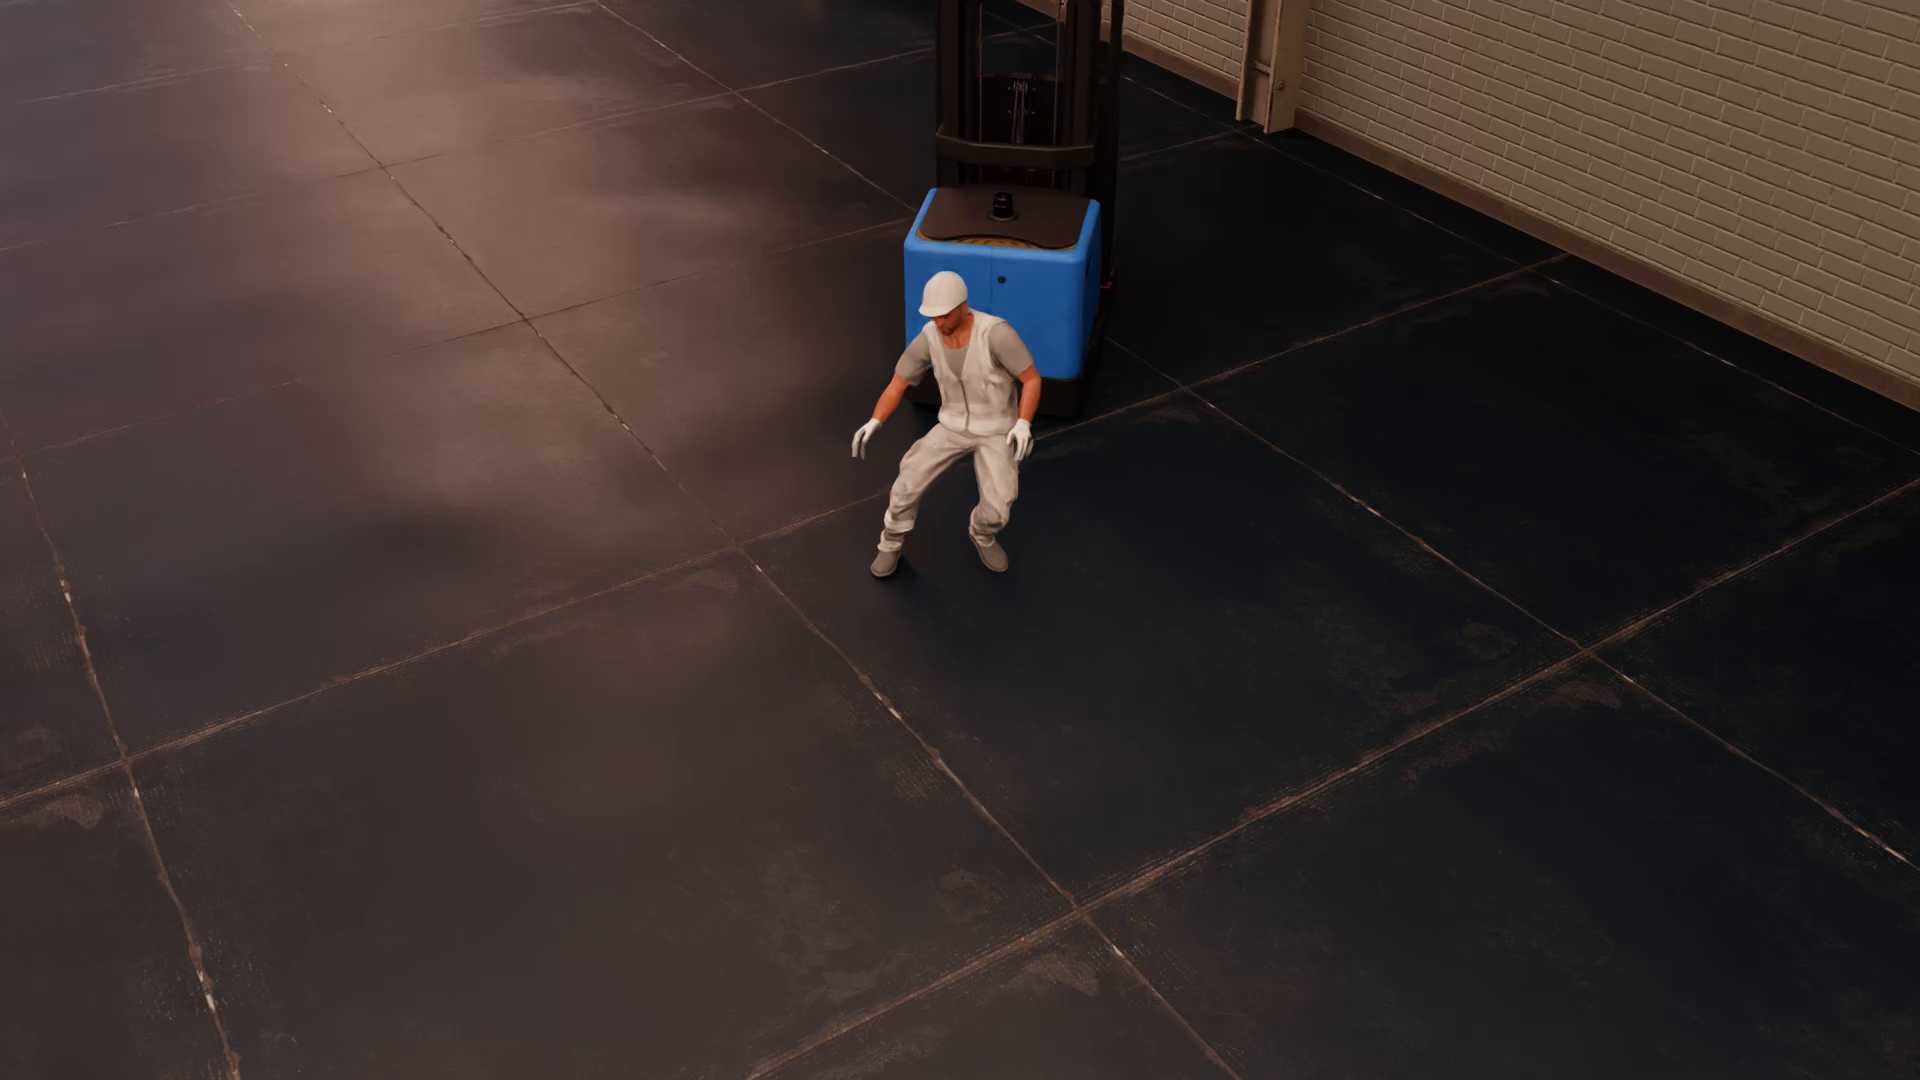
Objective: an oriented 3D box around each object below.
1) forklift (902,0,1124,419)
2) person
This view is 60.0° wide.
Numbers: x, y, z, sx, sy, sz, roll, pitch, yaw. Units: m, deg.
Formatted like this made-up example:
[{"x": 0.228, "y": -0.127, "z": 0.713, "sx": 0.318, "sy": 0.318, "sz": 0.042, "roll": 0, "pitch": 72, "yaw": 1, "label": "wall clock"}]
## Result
[{"x": 0.437, "y": -2.738, "z": 10.044, "sx": 1.130, "sy": 2.935, "sz": 3.031, "roll": 6, "pitch": 36, "yaw": 8, "label": "forklift"}, {"x": -0.013, "y": -0.445, "z": 7.953, "sx": 0.901, "sy": 1.590, "sz": 0.768, "roll": 15, "pitch": 38, "yaw": 20, "label": "person"}]
